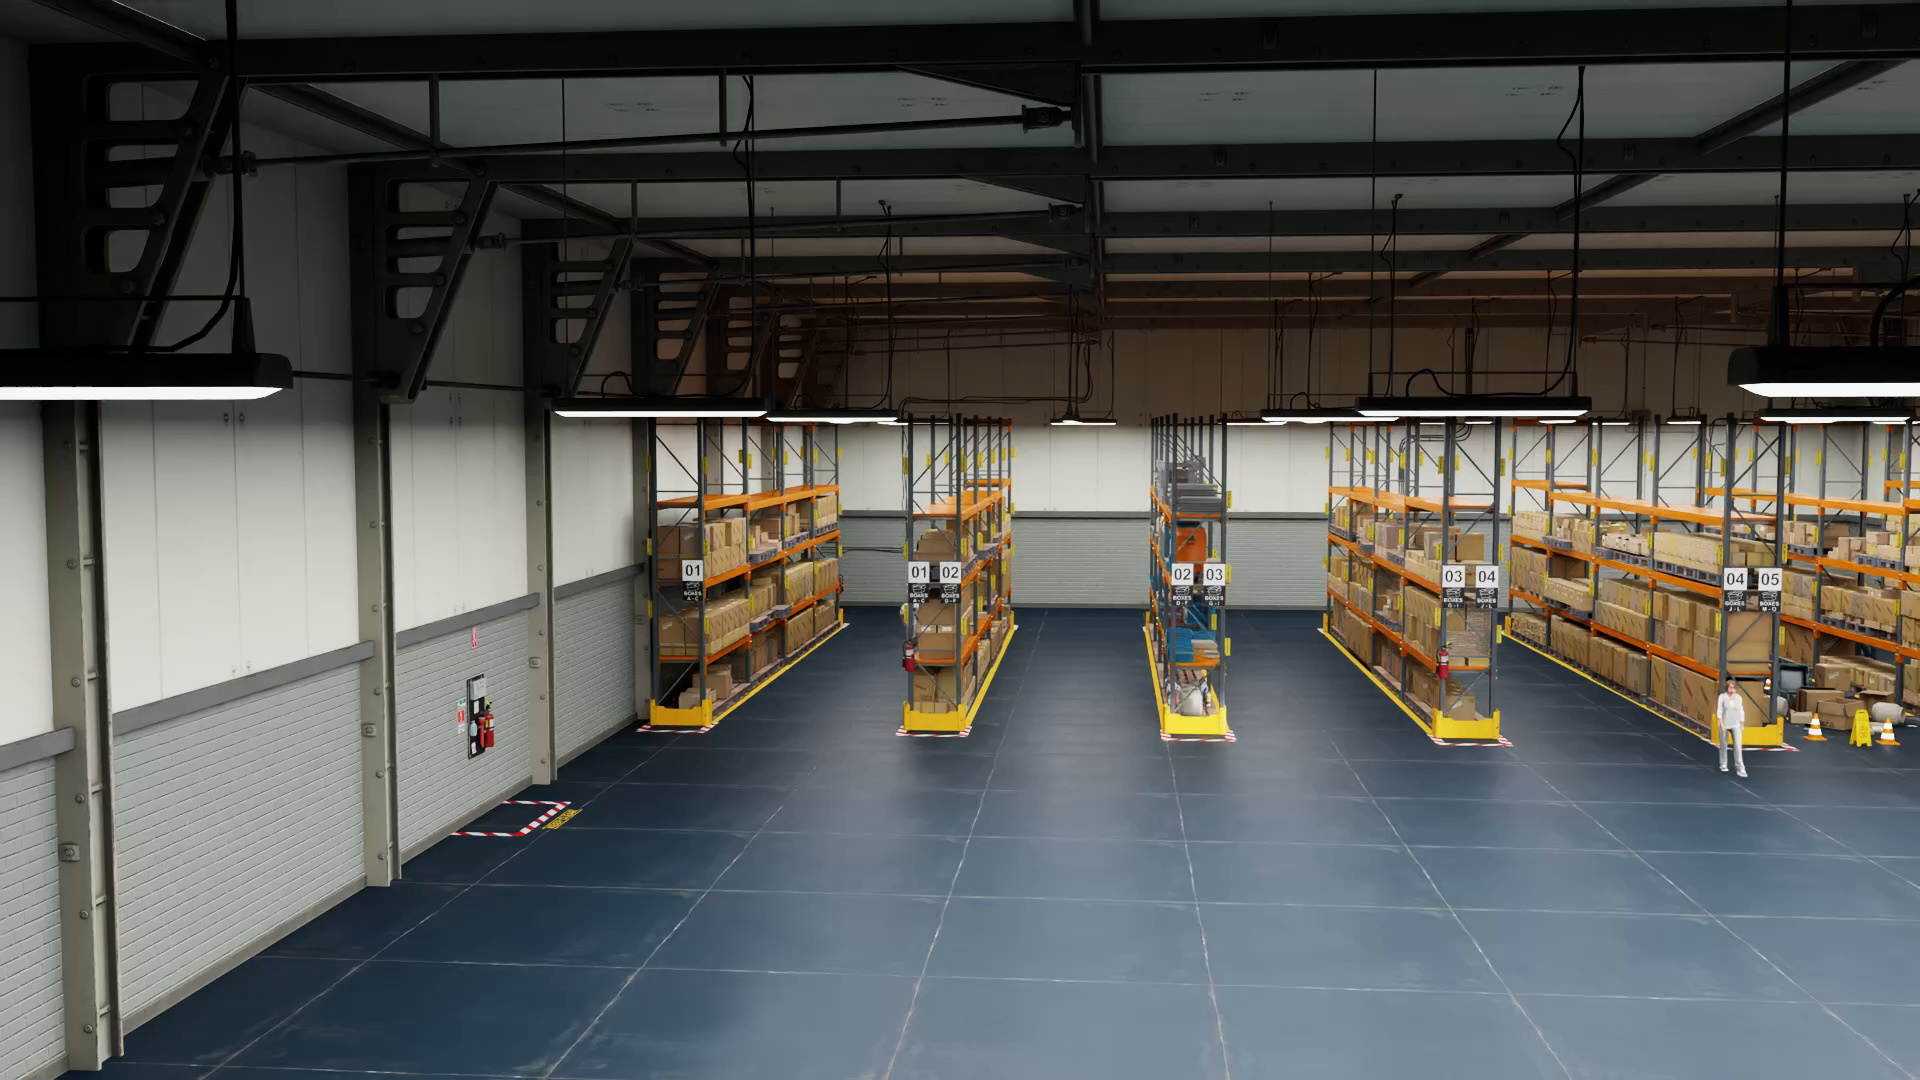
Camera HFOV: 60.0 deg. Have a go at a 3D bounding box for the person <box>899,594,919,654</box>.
[{"bbox_3d":[-1.218,2.114,41.723,0.551,1.612,0.744,1,4,15],"label":"person"}]

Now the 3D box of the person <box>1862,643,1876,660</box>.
[{"bbox_3d":[22.168,2.211,40.502,0.443,1.623,0.362,-2,4,-22],"label":"person"}]

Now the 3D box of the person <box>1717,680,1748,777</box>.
[{"bbox_3d":[12.676,3.081,27.331,0.445,1.557,0.890,1,4,16],"label":"person"}]

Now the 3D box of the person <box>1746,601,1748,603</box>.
[{"bbox_3d":[18.574,2.230,39.455,0.479,1.679,0.550,-1,4,-16],"label":"person"}]
